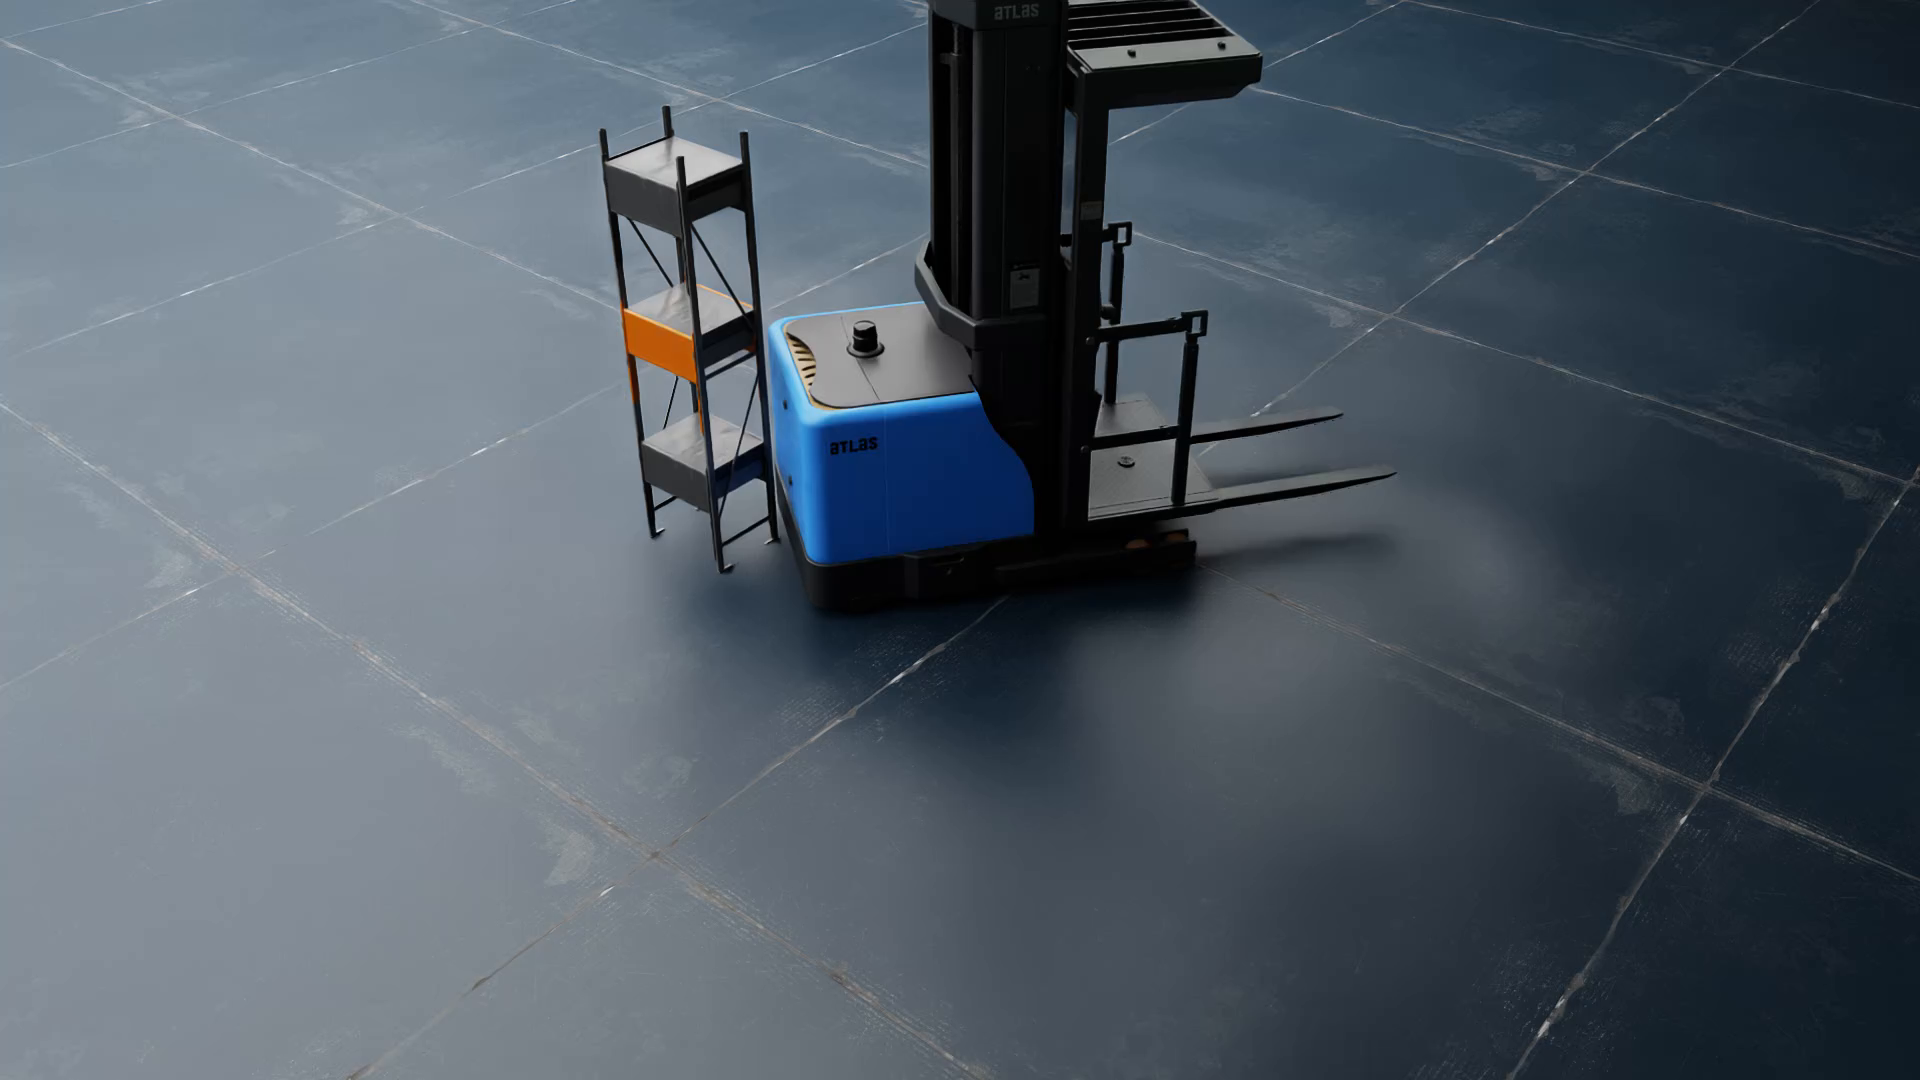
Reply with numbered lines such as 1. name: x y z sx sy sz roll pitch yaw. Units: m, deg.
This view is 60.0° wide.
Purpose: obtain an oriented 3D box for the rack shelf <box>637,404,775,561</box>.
1. rack shelf: -1.224 -0.289 8.077 0.480 0.518 0.431 25 42 32

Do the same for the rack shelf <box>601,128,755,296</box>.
1. rack shelf: -1.224 -1.443 7.284 0.480 0.518 0.431 25 42 32

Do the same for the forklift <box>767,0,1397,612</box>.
1. forklift: 0.649 -1.326 7.592 3.031 2.935 1.130 -9 35 -12

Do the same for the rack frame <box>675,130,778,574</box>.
1. rack frame: -1.036 -0.789 7.545 0.015 2.100 0.400 25 42 32

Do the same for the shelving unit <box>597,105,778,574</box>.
1. shelving unit: -1.224 -0.877 7.673 0.503 2.100 0.431 25 42 32

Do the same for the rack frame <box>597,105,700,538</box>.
1. rack frame: -1.412 -0.966 7.801 0.015 2.100 0.400 25 42 32

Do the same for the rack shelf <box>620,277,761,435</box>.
1. rack shelf: -1.224 -0.866 7.681 0.480 0.518 0.431 25 42 32
